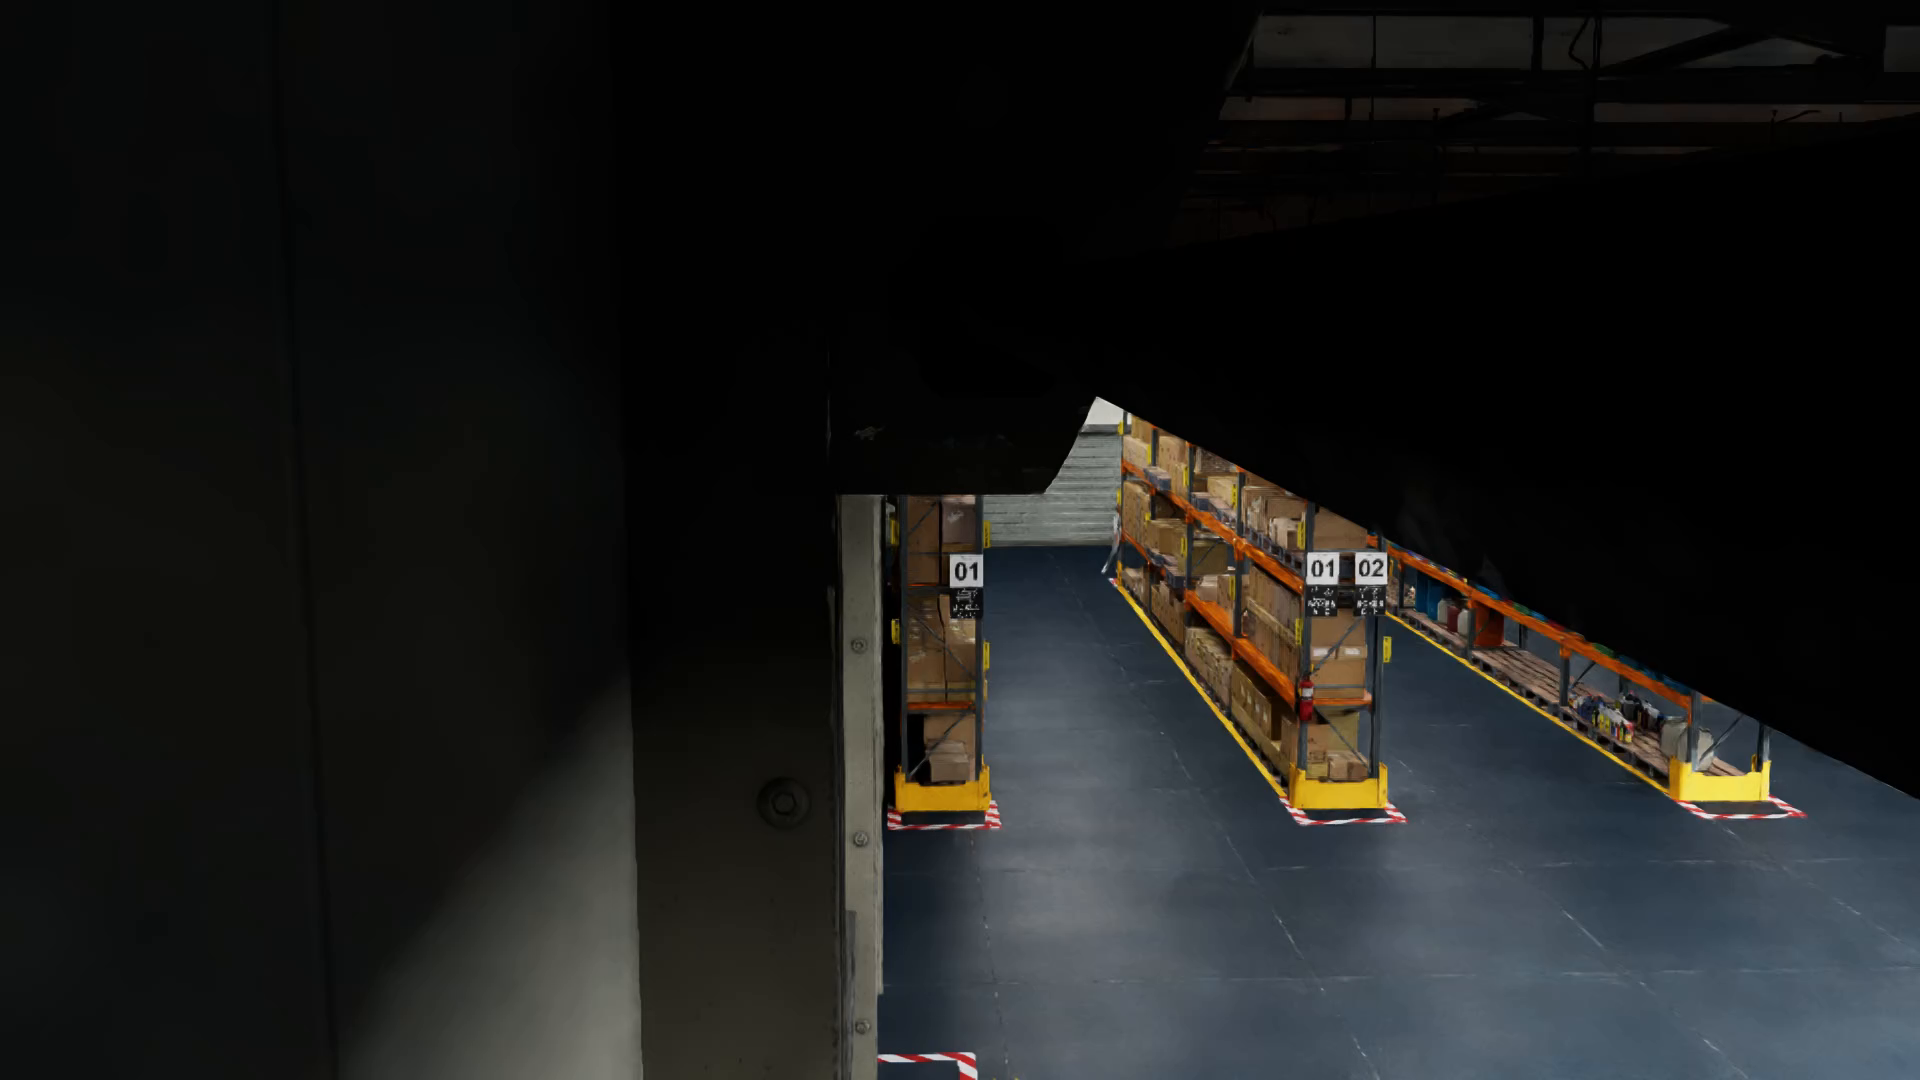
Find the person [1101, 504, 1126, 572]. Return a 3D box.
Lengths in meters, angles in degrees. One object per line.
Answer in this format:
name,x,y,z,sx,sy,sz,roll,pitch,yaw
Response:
person,3.530,-0.028,37.905,0.457,1.579,0.599,7,11,40

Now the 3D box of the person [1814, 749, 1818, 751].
person,12.196,2.074,23.273,0.614,1.713,0.971,3,9,18
